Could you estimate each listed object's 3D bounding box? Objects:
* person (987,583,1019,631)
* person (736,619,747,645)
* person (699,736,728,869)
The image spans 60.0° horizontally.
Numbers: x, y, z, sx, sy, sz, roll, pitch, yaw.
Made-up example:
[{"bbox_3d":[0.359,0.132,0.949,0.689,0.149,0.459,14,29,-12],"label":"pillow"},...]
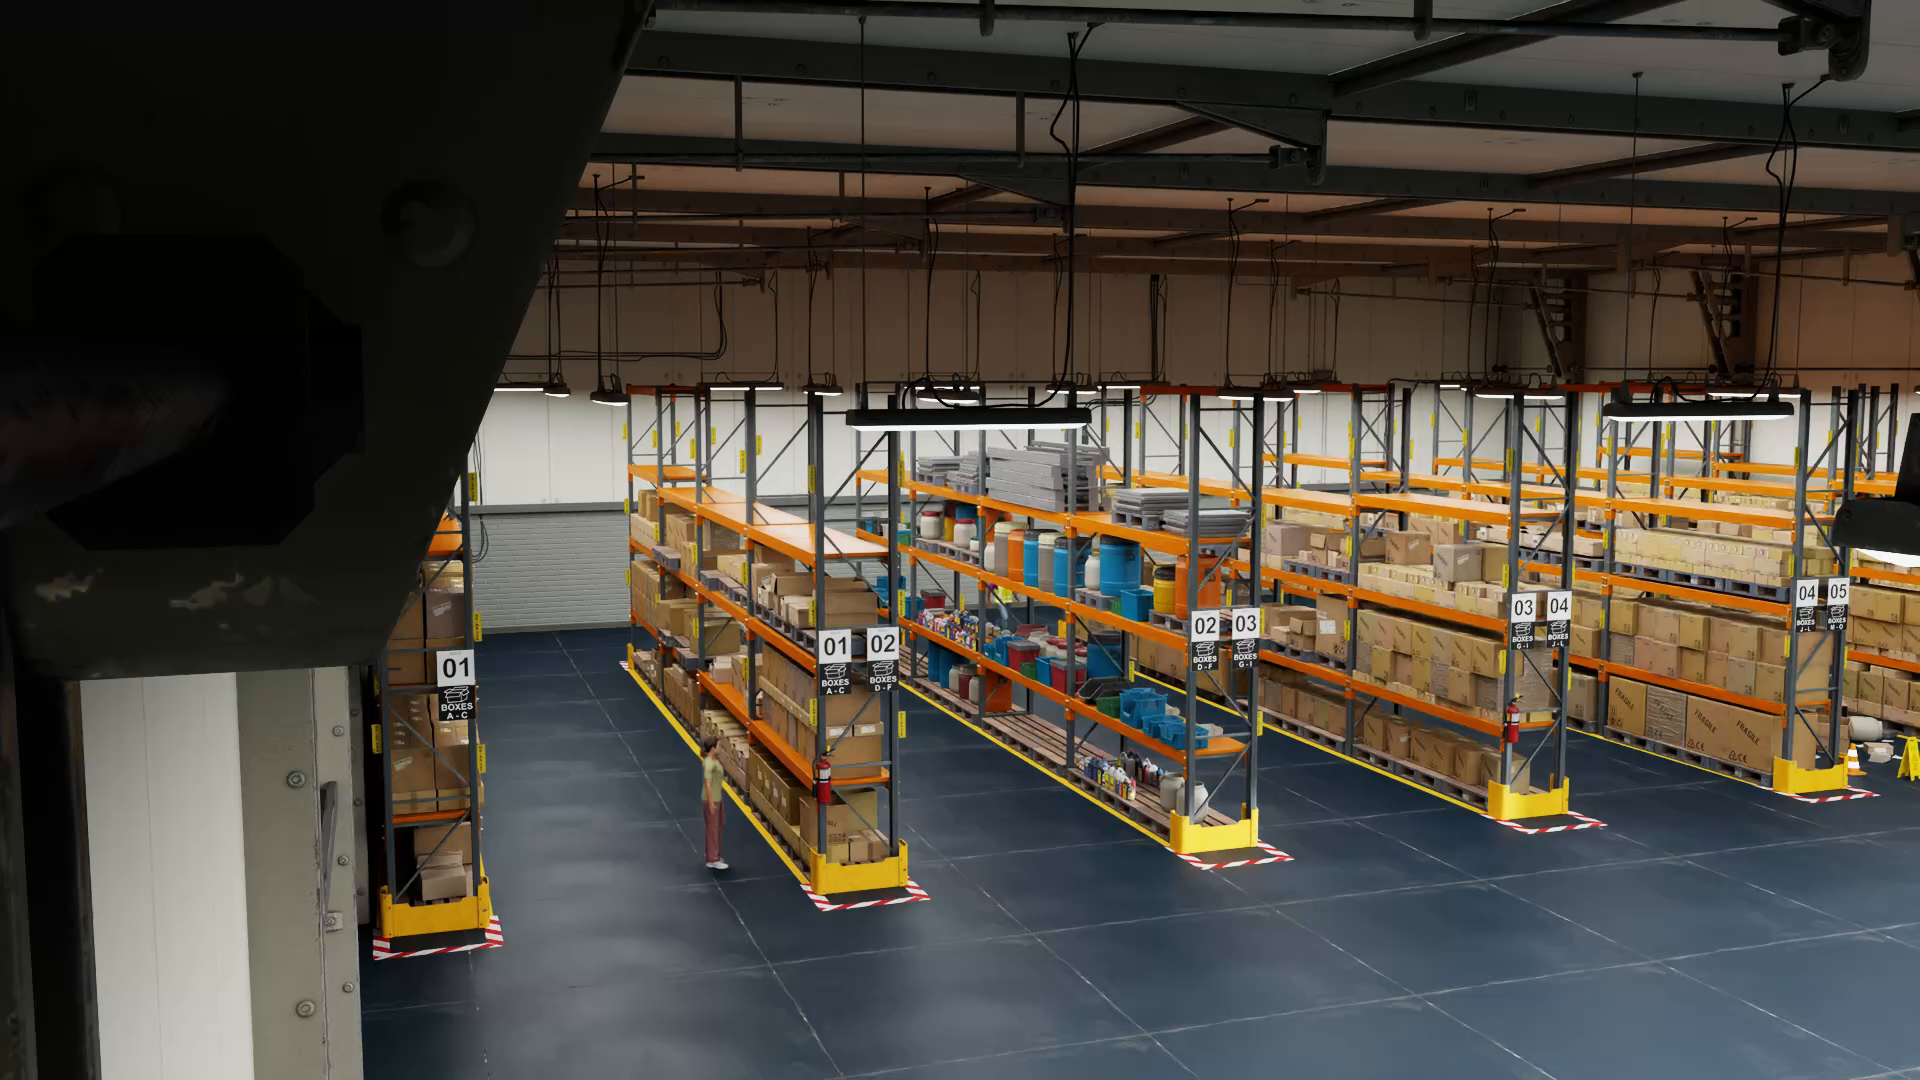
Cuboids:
[{"bbox_3d":[1.022,1.499,38.768,0.633,1.790,0.869,-5,8,-38],"label":"person"},{"bbox_3d":[-4.870,1.717,35.997,0.488,1.751,0.626,5,8,39],"label":"person"},{"bbox_3d":[-3.132,3.354,21.165,0.365,1.738,0.530,0,6,-4],"label":"person"}]
